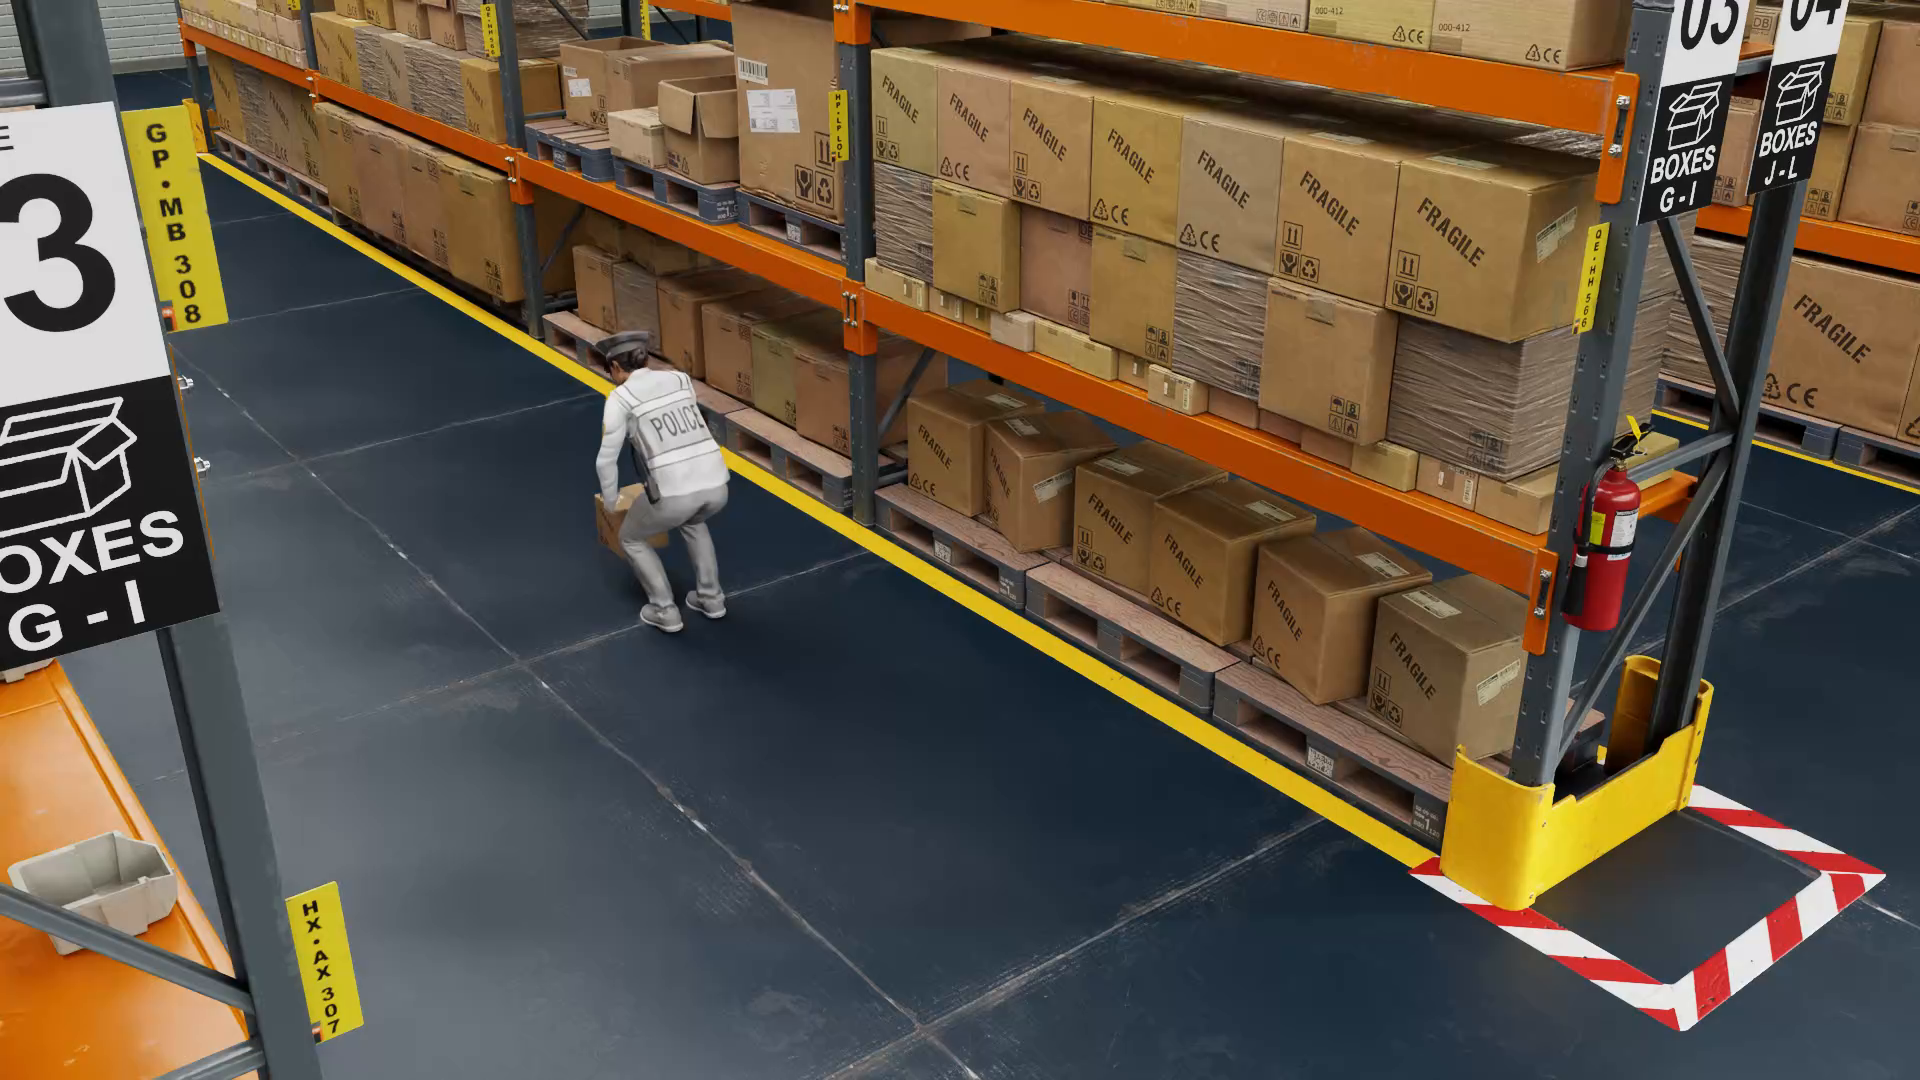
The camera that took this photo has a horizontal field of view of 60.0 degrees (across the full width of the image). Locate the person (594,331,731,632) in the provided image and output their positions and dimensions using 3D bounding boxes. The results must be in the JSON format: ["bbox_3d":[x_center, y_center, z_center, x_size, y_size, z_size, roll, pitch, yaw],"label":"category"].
[{"bbox_3d":[-1.364,-0.263,7.557,0.535,1.349,0.723,-18,30,-34],"label":"person"}]
